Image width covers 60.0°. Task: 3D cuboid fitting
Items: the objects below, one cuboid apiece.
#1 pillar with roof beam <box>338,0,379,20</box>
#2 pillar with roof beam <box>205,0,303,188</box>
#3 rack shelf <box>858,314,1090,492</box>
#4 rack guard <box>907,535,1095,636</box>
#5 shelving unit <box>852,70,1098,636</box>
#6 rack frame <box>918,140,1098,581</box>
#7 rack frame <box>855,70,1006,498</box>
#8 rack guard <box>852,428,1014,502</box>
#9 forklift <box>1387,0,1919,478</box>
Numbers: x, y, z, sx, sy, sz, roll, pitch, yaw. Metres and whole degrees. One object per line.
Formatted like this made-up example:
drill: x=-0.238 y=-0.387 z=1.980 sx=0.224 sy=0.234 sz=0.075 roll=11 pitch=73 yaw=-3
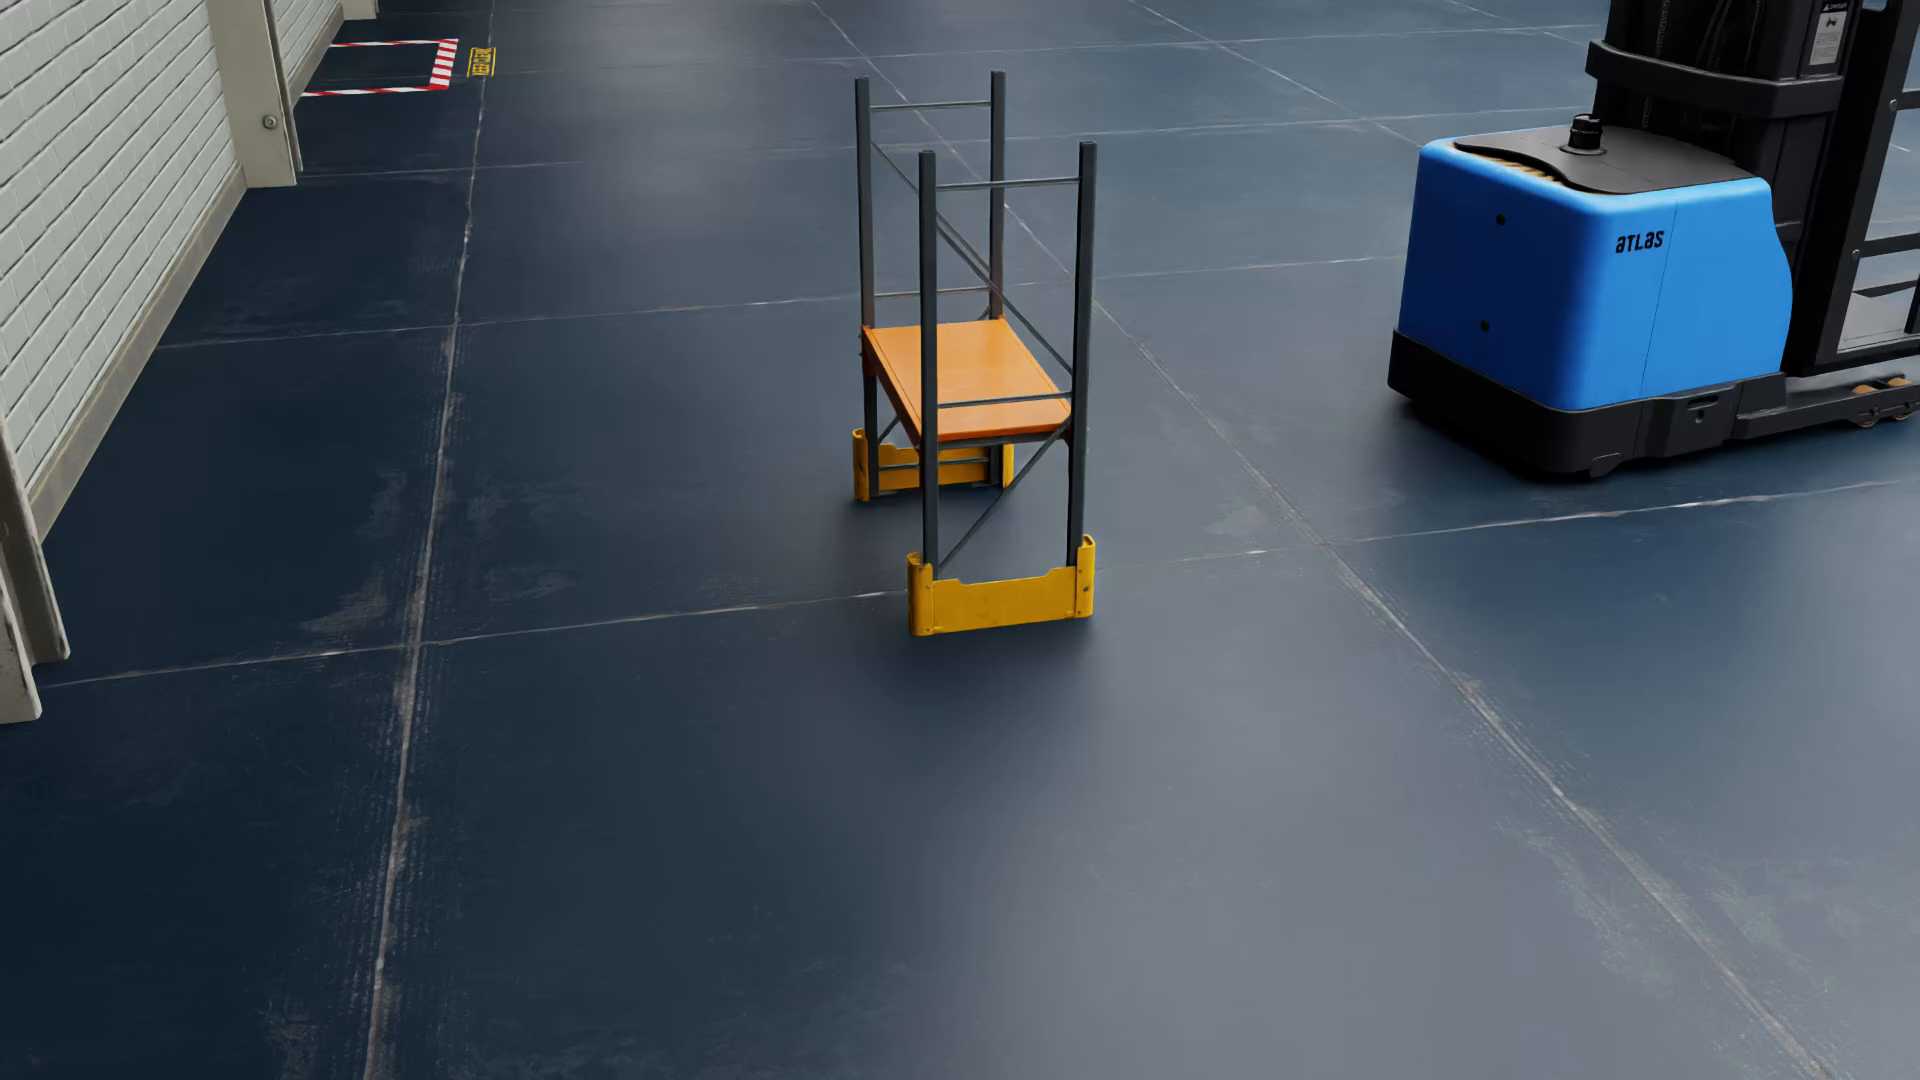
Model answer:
pillar with roof beam: x=-1.332 y=-9.282 z=14.154 sx=9.100 sy=9.000 sz=0.400 roll=-6 pitch=27 yaw=-12
pillar with roof beam: x=0.020 y=-6.648 z=8.935 sx=9.100 sy=9.000 sz=0.400 roll=-6 pitch=27 yaw=-12
rack shelf: x=0.019 y=-0.472 z=5.419 sx=0.538 sy=0.185 sz=1.000 roll=-6 pitch=27 yaw=-12
rack guard: x=0.129 y=0.140 z=5.194 sx=0.587 sy=0.250 sz=0.087 roll=-6 pitch=27 yaw=-12
shelving unit: x=0.017 y=-0.636 z=5.346 sx=0.587 sy=1.500 sz=1.083 roll=-6 pitch=27 yaw=-12
rack frame: x=0.134 y=-0.409 z=4.896 sx=0.500 sy=1.500 sz=0.032 roll=-6 pitch=27 yaw=-12
rack frame: x=-0.095 y=-0.855 z=5.780 sx=0.500 sy=1.500 sz=0.032 roll=-6 pitch=27 yaw=-12
rack guard: x=-0.095 y=-0.297 z=6.061 sx=0.587 sy=0.250 sz=0.087 roll=-6 pitch=27 yaw=-12
forklift: x=3.327 y=-1.963 z=6.387 sx=3.031 sy=2.935 sz=1.130 roll=-11 pitch=29 yaw=-21
